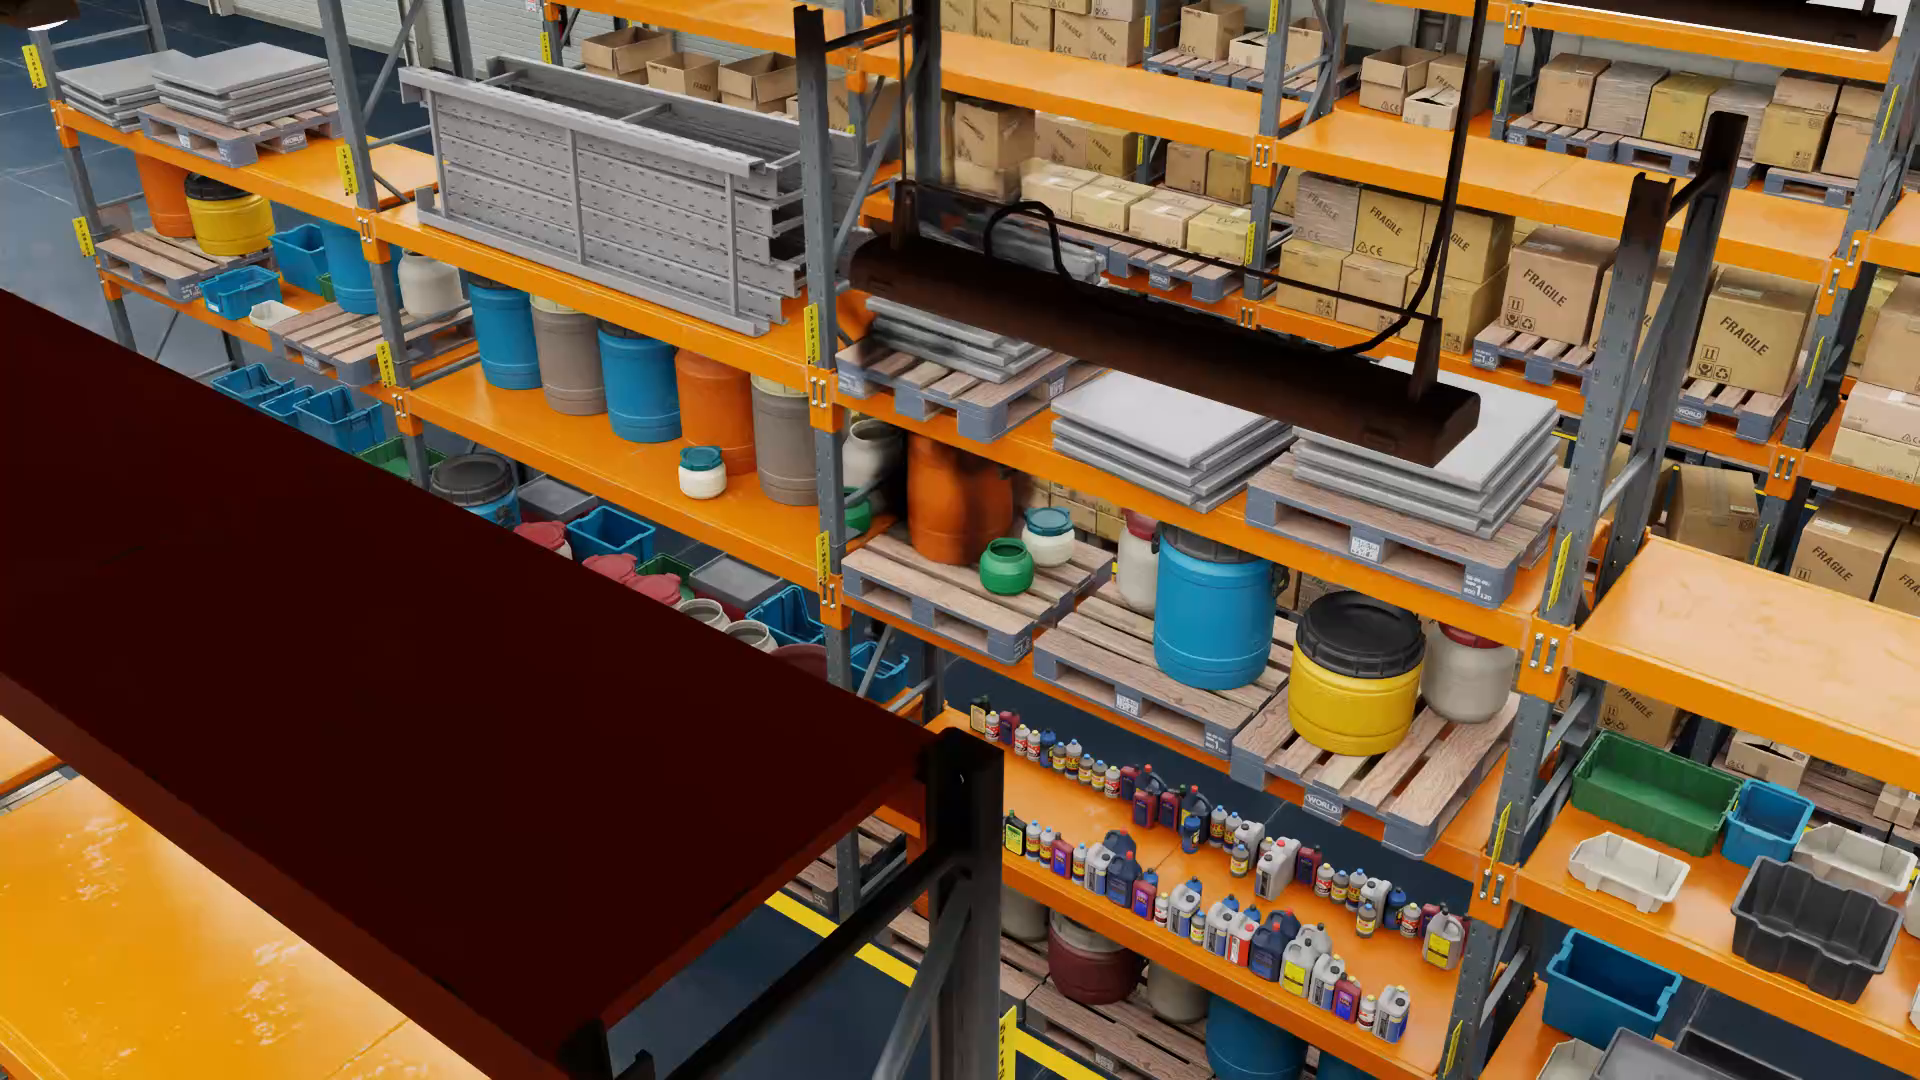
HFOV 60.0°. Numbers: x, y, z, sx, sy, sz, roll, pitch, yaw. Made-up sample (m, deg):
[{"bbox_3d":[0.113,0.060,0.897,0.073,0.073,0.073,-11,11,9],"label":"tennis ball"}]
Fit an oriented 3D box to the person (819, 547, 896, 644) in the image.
[{"bbox_3d":[-0.872,0.078,12.925,0.814,1.895,0.740,23,38,33],"label":"person"}]
